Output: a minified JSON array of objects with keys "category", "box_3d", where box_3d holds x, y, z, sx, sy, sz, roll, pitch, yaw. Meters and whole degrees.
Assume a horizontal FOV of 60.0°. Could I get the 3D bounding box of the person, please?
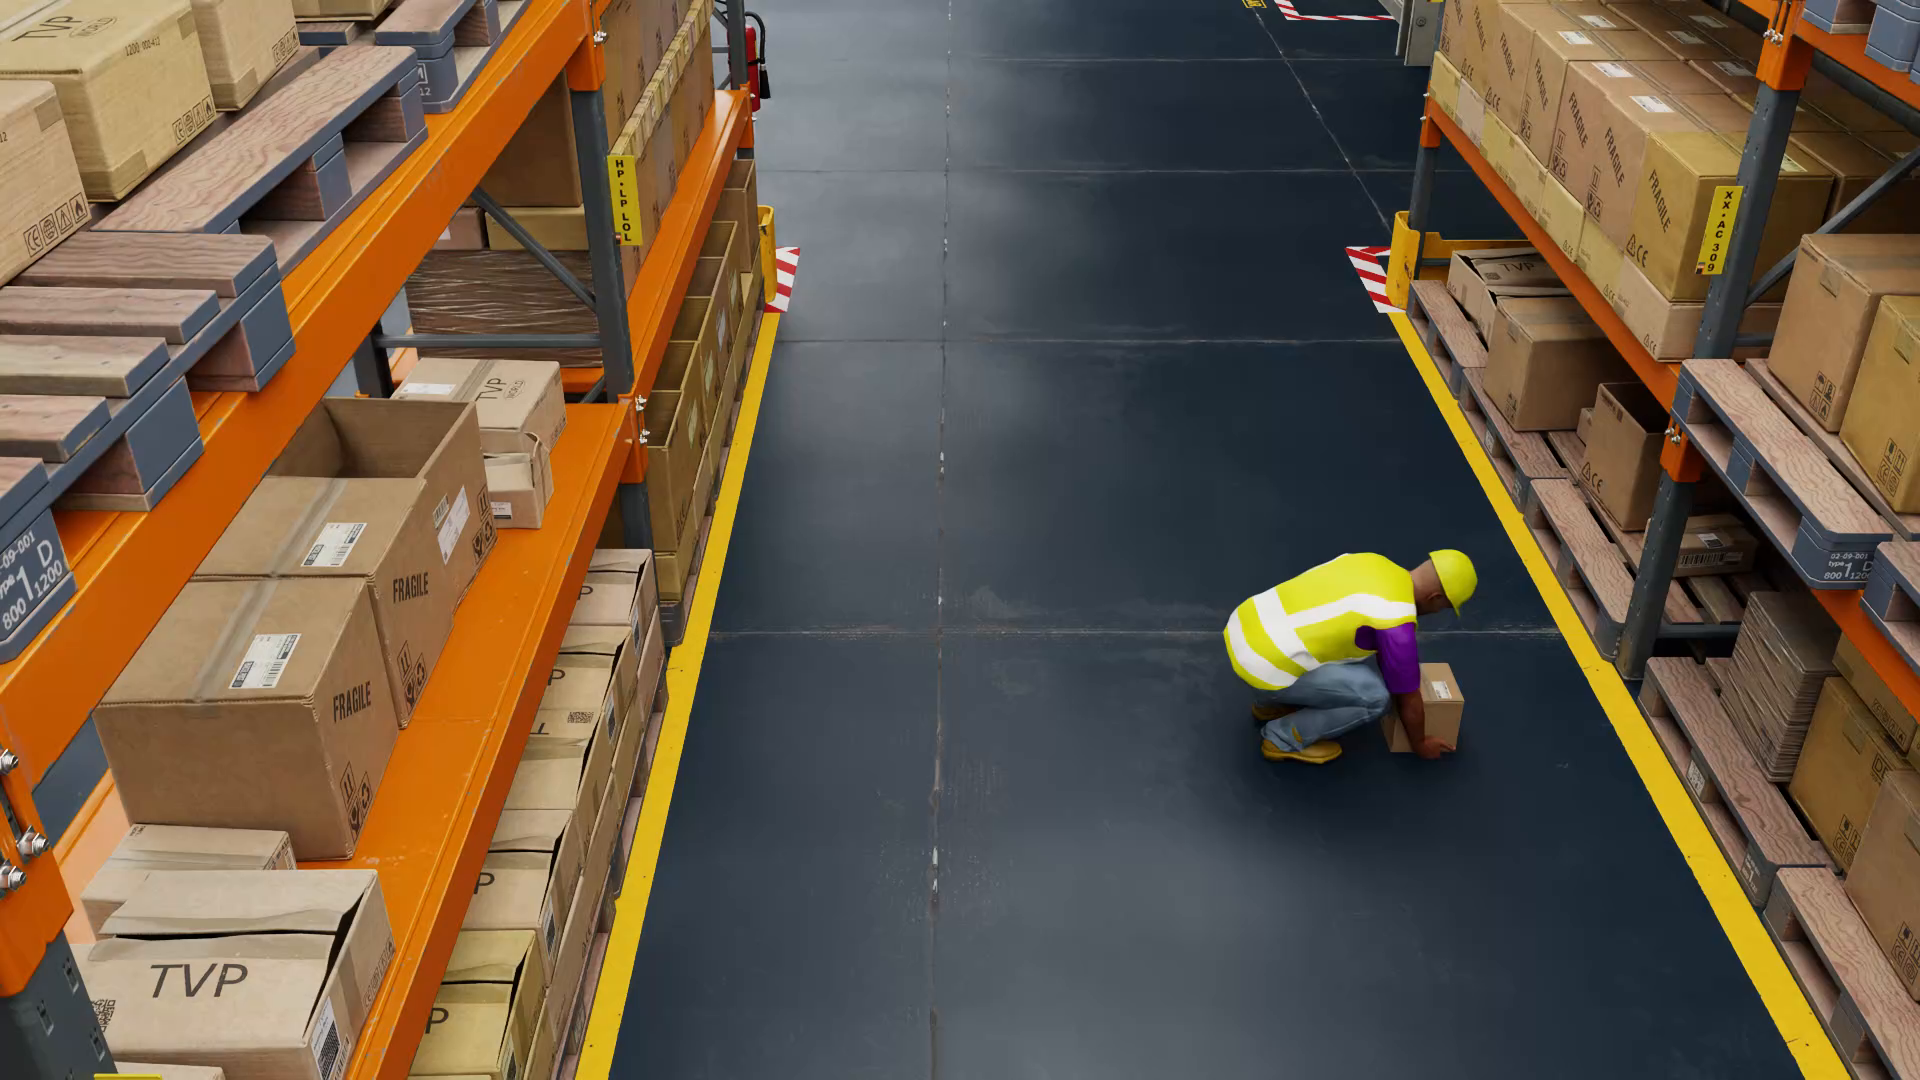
[{"category":"person","box_3d":[1.479,0.446,6.396,0.928,0.897,0.545,0,31,-1]}]
